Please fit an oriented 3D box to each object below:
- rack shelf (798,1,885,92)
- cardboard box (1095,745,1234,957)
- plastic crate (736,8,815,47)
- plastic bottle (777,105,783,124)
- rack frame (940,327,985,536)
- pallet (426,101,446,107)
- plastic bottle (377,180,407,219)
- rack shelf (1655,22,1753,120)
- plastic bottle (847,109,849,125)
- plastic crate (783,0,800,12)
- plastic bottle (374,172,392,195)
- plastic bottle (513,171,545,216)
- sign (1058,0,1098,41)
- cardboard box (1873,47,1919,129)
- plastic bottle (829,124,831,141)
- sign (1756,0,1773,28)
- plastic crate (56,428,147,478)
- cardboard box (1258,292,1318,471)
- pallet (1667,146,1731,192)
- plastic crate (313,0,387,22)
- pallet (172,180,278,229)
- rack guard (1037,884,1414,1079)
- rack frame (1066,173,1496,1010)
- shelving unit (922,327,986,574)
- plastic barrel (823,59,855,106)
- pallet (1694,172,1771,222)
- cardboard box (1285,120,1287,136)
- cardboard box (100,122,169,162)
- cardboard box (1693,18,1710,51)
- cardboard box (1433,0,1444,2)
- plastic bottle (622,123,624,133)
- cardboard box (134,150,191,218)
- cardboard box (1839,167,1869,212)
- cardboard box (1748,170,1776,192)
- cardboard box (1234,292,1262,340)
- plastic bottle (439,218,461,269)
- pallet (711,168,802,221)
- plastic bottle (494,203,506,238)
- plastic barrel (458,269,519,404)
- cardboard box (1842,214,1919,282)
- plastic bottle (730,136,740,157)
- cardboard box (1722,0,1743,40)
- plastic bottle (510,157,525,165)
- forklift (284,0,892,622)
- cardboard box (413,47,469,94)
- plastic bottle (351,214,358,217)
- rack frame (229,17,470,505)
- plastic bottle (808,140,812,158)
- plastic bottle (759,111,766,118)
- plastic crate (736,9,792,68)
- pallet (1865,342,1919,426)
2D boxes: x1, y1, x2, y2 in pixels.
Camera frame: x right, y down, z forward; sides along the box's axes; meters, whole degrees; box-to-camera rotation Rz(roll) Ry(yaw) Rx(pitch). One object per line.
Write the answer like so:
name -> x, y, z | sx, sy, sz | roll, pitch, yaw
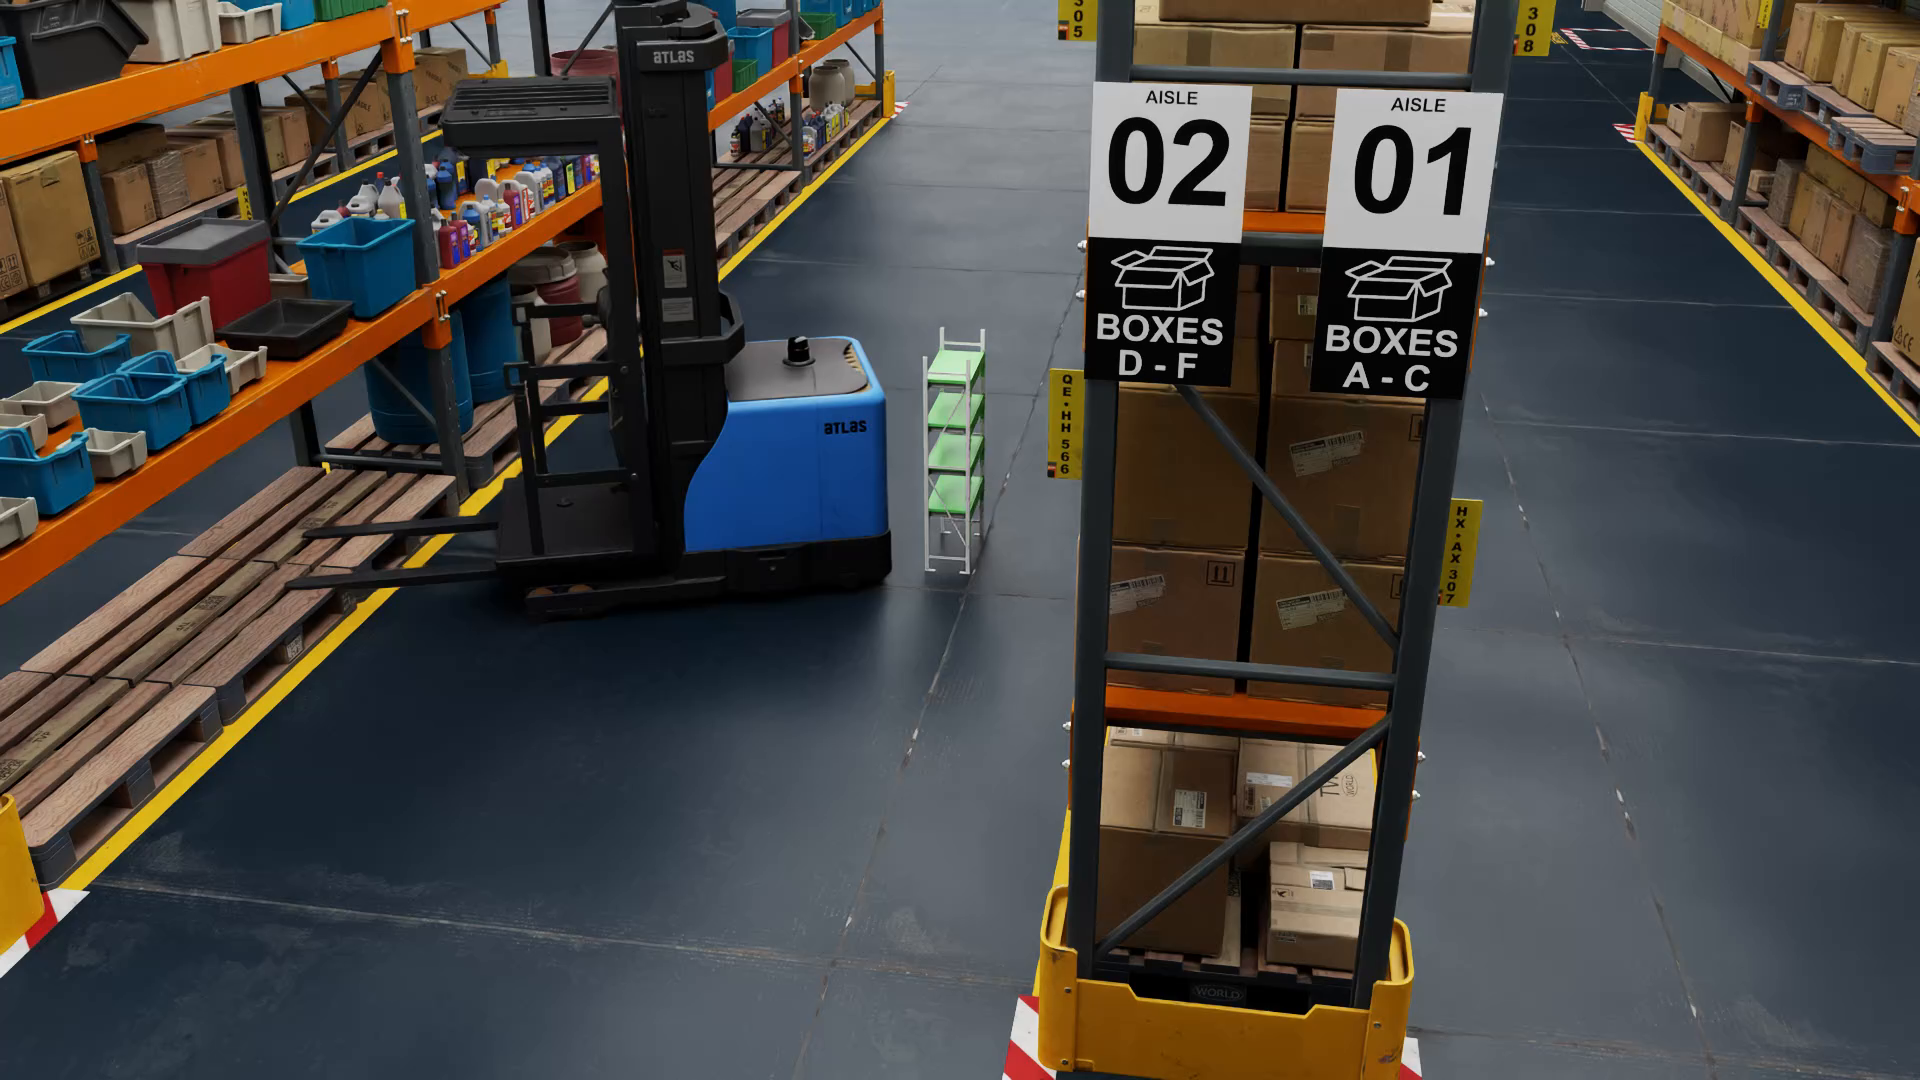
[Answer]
rack shelf -> -1.756, -5.483, 18.273 | 1.077, 0.370, 4.000 | 4, 25, 9
cardboard box -> 0.688, 1.080, 5.834 | 0.500, 0.500, 0.500 | 4, 25, 9
plastic crate -> -1.872, -5.154, 16.796 | 0.767, 0.338, 0.504 | 4, 25, 9
plastic bottle -> -2.050, -4.797, 18.741 | 0.097, 0.201, 0.097 | 0, 25, 0
rack frame -> 0.013, -0.576, 9.066 | 0.240, 1.200, 0.015 | 4, 25, 9
pallet -> -6.495, -5.356, 20.443 | 1.003, 0.211, 1.213 | 4, 25, 9
plastic bottle -> -3.420, -2.001, 10.044 | 0.144, 0.351, 0.185 | 4, 25, 9
rack shelf -> 8.018, -4.796, 16.807 | 1.077, 0.370, 4.000 | 4, 25, 9
plastic bottle -> -1.297, -4.778, 18.702 | 0.097, 0.201, 0.097 | 0, 25, 0
plastic crate -> -1.893, -6.173, 19.212 | 0.298, 0.136, 0.250 | 4, 25, 9
plastic bottle -> -3.532, -2.088, 10.231 | 0.144, 0.351, 0.185 | 4, 25, 9
plastic bottle -> -2.749, -2.221, 10.604 | 0.152, 0.276, 0.135 | 4, 25, 9
sign -> 0.298, -1.415, 4.151 | 0.100, 0.325, 0.005 | 4, 25, 9
cardboard box -> 7.169, -3.290, 12.104 | 0.700, 0.500, 0.500 | 2, 25, 4
plastic bottle -> -1.441, -4.408, 17.912 | 0.097, 0.201, 0.097 | 0, 25, 0
sign -> 7.155, -4.712, 14.757 | 0.100, 0.325, 0.005 | 4, 25, 9
plastic crate -> -3.434, -0.353, 6.707 | 0.250, 0.136, 0.298 | 4, 25, 9
cardboard box -> 1.253, -0.493, 5.467 | 0.500, 0.500, 0.500 | 4, 25, 9
pallet -> 7.963, -3.818, 17.157 | 1.003, 0.211, 1.213 | 4, 25, 9
plastic crate -> -3.161, -2.690, 8.171 | 0.450, 0.188, 0.662 | 4, 25, 9
pallet -> -7.292, -3.215, 15.869 | 1.003, 0.211, 1.213 | 4, 25, 9
rack guard -> 0.855, 1.492, 5.473 | 1.175, 0.500, 0.348 | 4, 25, 9
rack frame -> 0.842, 0.392, 4.875 | 1.000, 3.000, 0.127 | 4, 25, 9
shelving unit -> -0.027, -0.474, 8.848 | 0.258, 1.200, 0.503 | 4, 25, 9
plastic barrel -> -1.461, -5.428, 19.747 | 0.421, 0.512, 0.421 | 0, 25, 0
pallet -> 7.766, -3.306, 16.064 | 1.003, 0.211, 1.213 | 4, 25, 9
cardboard box -> 1.352, -1.514, 5.584 | 0.500, 0.250, 0.500 | 4, 25, 9
cardboard box -> -7.466, -3.554, 14.849 | 0.500, 0.250, 0.500 | 7, 26, 14
cardboard box -> 7.707, -5.075, 16.708 | 0.500, 0.250, 0.500 | 4, 25, 9
cardboard box -> 1.075, -1.884, 4.902 | 0.700, 0.500, 0.500 | 4, 25, 9
plastic bottle -> -2.419, -2.951, 12.154 | 0.061, 0.283, 0.133 | 4, 25, 9
cardboard box -> -7.455, -3.224, 15.029 | 0.700, 0.500, 0.500 | 2, 25, 4
cardboard box -> 7.338, -2.774, 13.182 | 0.500, 0.250, 0.500 | 4, 25, 8
cardboard box -> 7.749, -3.427, 15.857 | 0.380, 0.166, 0.250 | 1, 25, 2
cardboard box -> 0.726, -0.523, 5.532 | 0.500, 0.500, 0.500 | 5, 25, 10
plastic bottle -> -2.909, -1.697, 9.475 | 0.061, 0.283, 0.133 | 4, 25, 9
pallet -> -2.173, -3.378, 16.217 | 1.003, 0.211, 1.213 | 4, 25, 9
plastic bottle -> -2.817, -1.944, 10.098 | 0.097, 0.201, 0.097 | 0, 25, 0
plastic barrel -> -3.169, -1.388, 10.658 | 0.600, 0.901, 0.708 | 4, 25, 9
cardboard box -> 7.303, -2.192, 12.824 | 0.700, 0.500, 0.500 | 4, 25, 8
plastic bottle -> -2.331, -4.077, 17.204 | 0.097, 0.201, 0.097 | 0, 25, 0
cardboard box -> 7.539, -4.995, 15.651 | 0.500, 0.500, 0.500 | 4, 25, 8
plastic bottle -> -3.187, -2.838, 11.926 | 0.097, 0.271, 0.097 | 0, 25, 0
forklift -> -1.930, -1.159, 8.269 | 3.031, 2.935, 1.130 | -5, 26, -11
cardboard box -> -6.434, -5.786, 20.526 | 0.500, 0.500, 0.500 | 9, 27, 18
plastic bottle -> -3.571, -1.825, 9.846 | 0.097, 0.201, 0.097 | 0, 25, 0
rack frame -> -3.390, -1.626, 9.186 | 1.000, 3.000, 0.127 | 4, 25, 9
plastic bottle -> -1.581, -4.049, 17.144 | 0.097, 0.201, 0.097 | 0, 25, 0
plastic bottle -> -2.147, -4.510, 18.041 | 0.152, 0.276, 0.135 | 4, 25, 9
plastic crate -> -1.860, -4.777, 15.842 | 0.402, 0.464, 0.583 | 4, 25, 9
pallet -> 6.834, -1.025, 11.191 | 1.003, 0.211, 1.213 | 4, 25, 9
